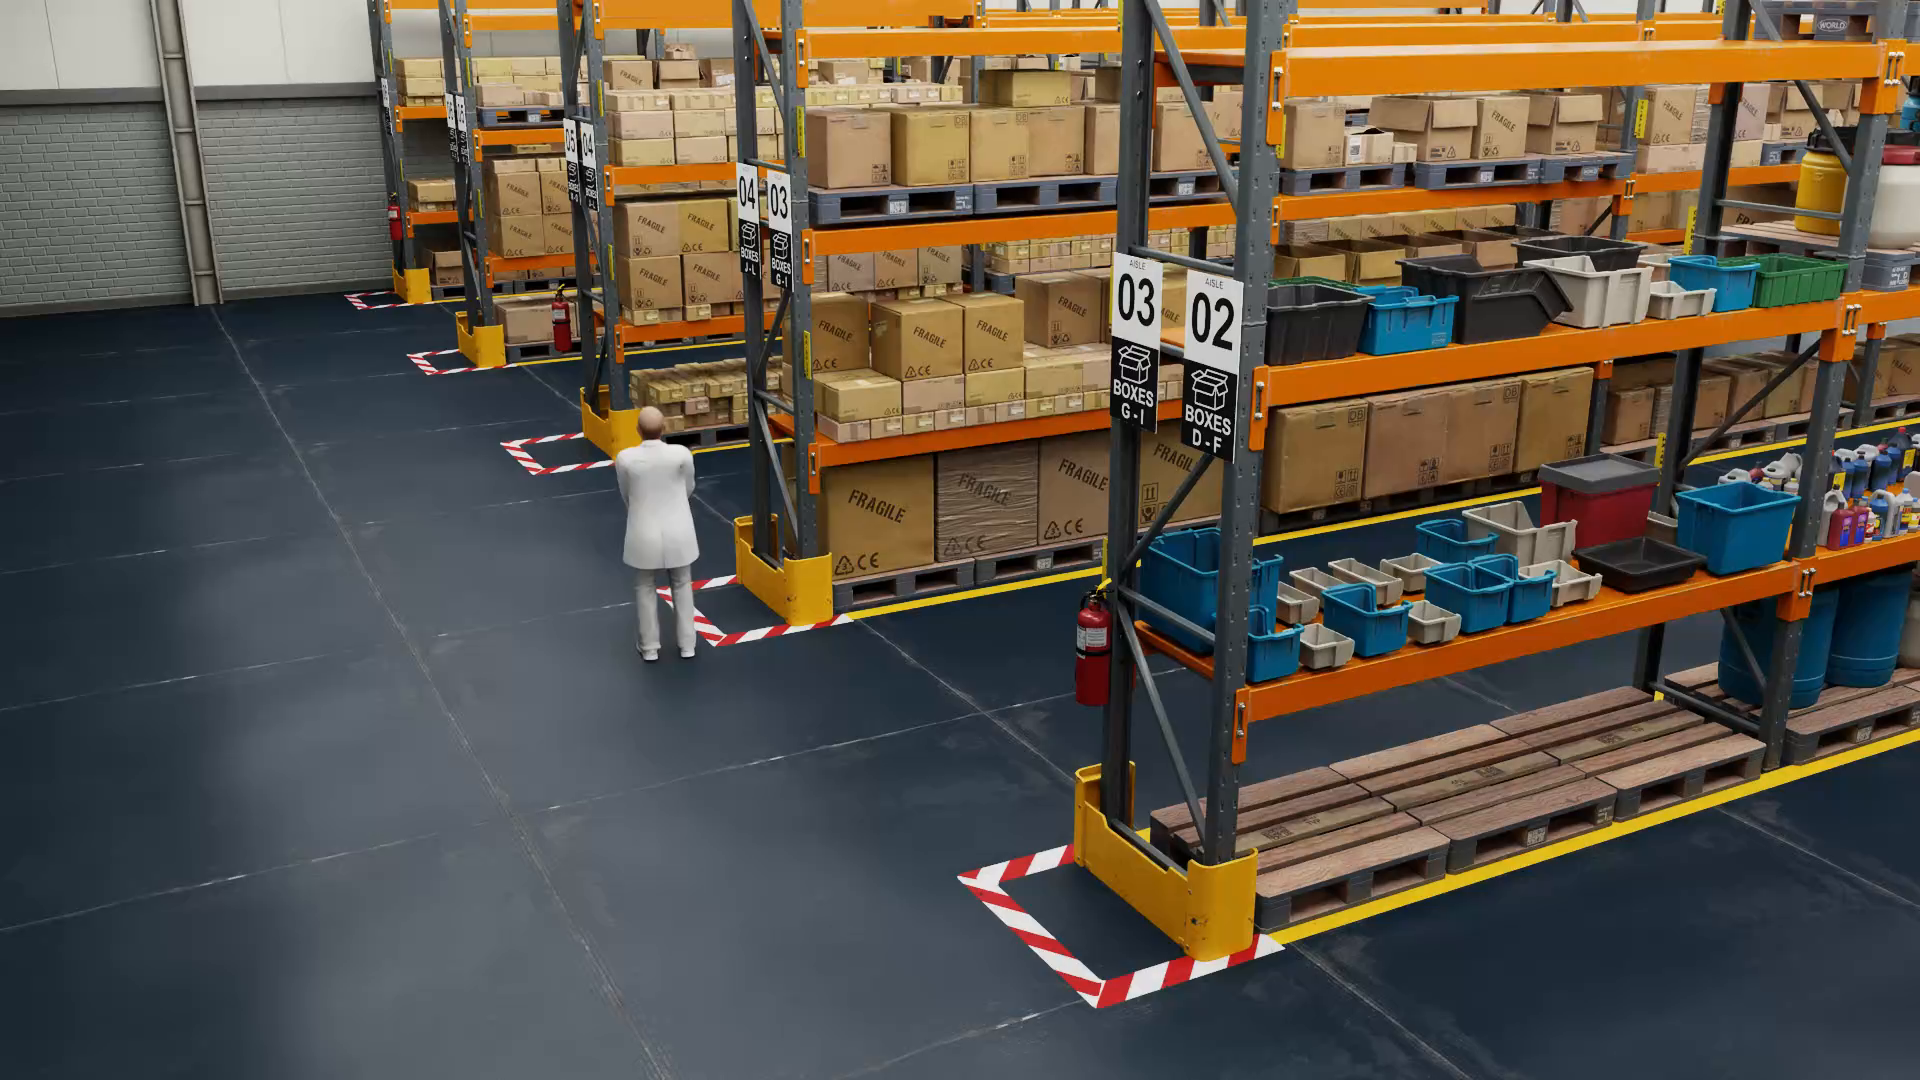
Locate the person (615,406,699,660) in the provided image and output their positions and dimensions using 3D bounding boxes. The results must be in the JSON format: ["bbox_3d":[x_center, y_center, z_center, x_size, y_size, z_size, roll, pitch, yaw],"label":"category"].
[{"bbox_3d":[-2.063,-0.087,11.357,0.530,1.770,0.563,-4,19,-13],"label":"person"}]
